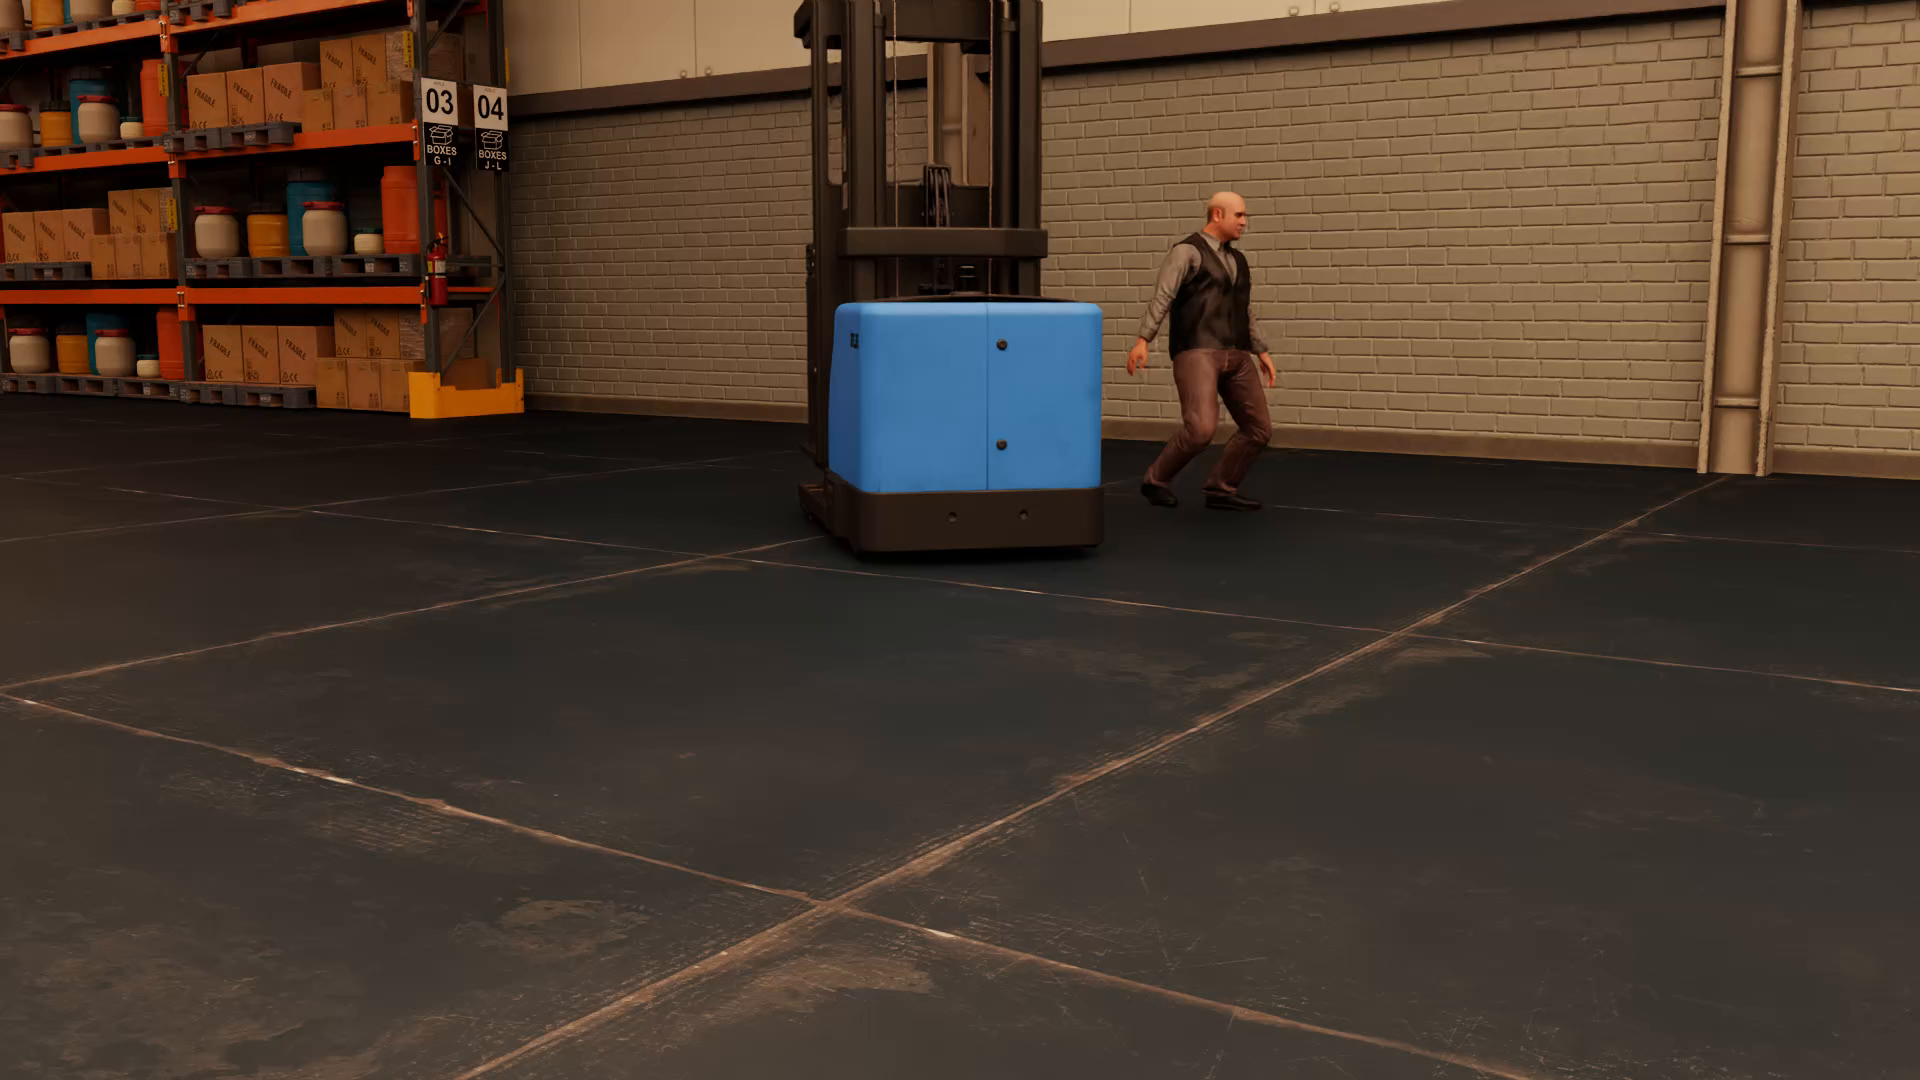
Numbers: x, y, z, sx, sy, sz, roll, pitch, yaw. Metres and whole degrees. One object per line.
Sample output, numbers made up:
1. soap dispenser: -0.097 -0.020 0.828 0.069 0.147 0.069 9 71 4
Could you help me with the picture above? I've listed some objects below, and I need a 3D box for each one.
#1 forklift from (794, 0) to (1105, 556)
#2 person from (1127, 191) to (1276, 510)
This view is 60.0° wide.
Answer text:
1. forklift: -0.207 -1.553 8.112 1.130 2.935 3.031 -2 8 -12
2. person: 1.248 -0.935 8.420 0.882 1.636 0.486 -6 10 -35
